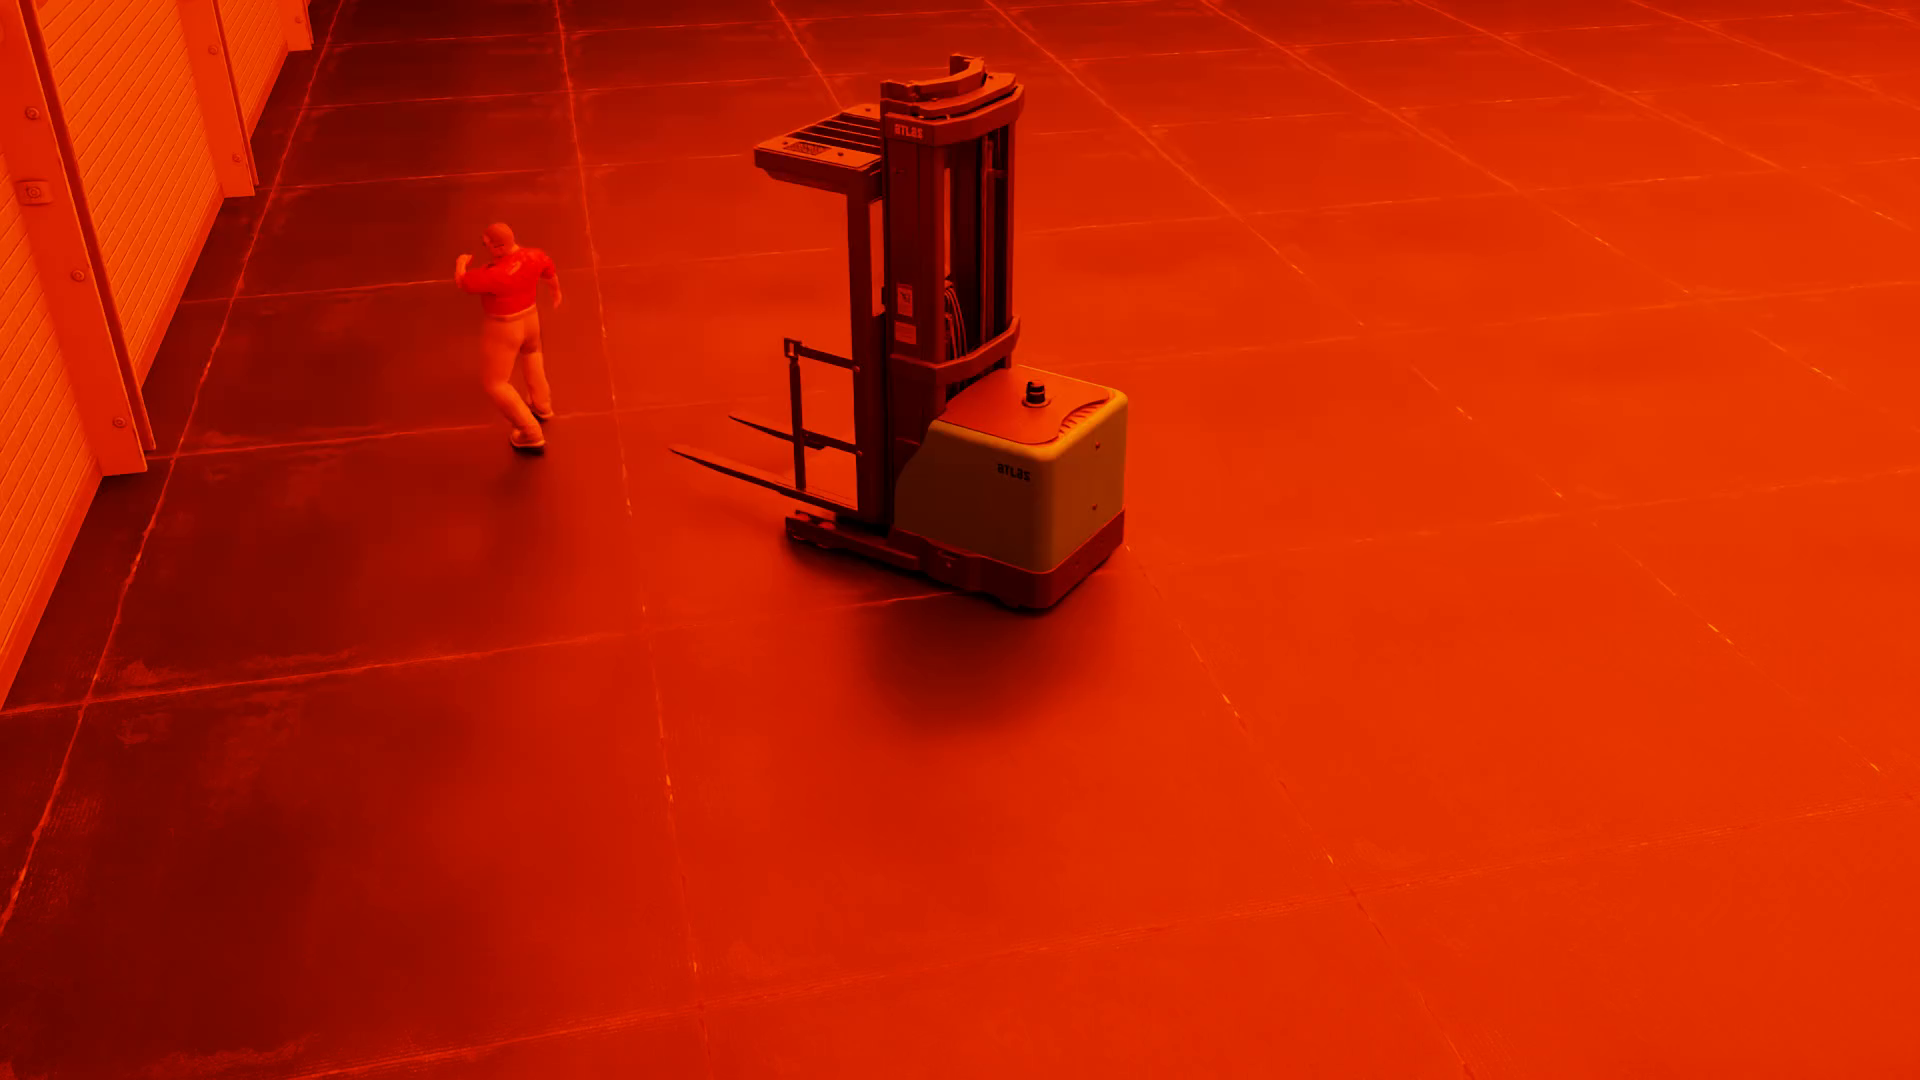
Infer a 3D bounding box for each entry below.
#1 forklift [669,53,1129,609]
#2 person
[{"bbox_3d":[-0.498,-1.419,10.025,3.031,2.935,1.130,18,35,28],"label":"forklift"},{"bbox_3d":[-3.088,-1.549,11.577,0.874,1.575,0.819,16,34,26],"label":"person"}]
